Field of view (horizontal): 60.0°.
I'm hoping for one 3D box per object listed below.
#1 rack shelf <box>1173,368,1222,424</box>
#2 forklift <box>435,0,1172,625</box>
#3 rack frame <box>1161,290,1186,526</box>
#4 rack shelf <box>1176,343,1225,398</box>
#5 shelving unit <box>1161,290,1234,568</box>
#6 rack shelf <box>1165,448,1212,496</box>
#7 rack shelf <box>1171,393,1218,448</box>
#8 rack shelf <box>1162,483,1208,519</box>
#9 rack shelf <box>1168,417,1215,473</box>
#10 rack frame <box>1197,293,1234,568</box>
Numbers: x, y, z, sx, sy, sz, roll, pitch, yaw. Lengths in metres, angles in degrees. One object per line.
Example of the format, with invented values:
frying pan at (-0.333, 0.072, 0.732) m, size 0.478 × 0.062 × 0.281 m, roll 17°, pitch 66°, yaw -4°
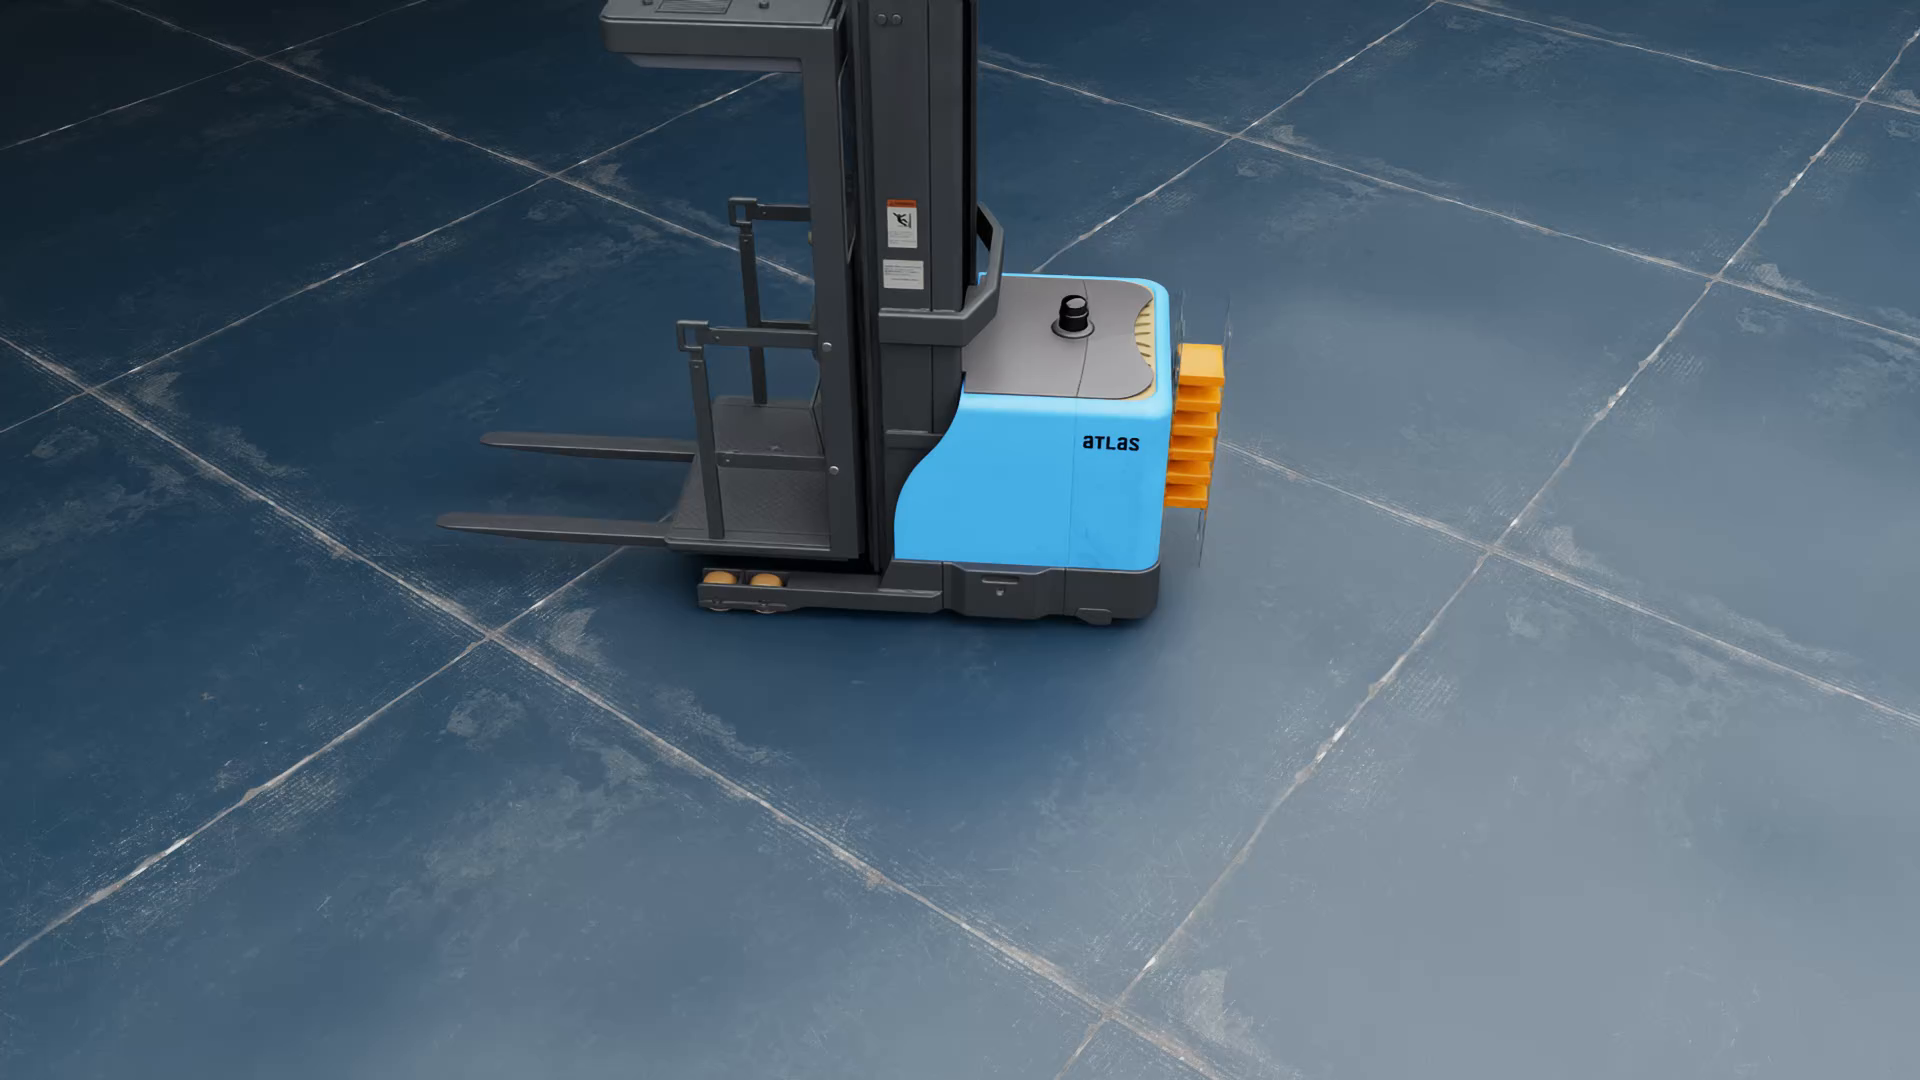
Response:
rack shelf at (0.955, -0.586, 6.705) m, size 0.180 × 0.103 × 0.258 m, roll 4°, pitch 38°, yaw 3°
forklift at (-0.670, -1.172, 6.370) m, size 3.031 × 2.935 × 1.130 m, roll 3°, pitch 38°, yaw 4°
rack frame at (0.860, -0.438, 6.831) m, size 0.006 × 1.200 × 0.240 m, roll 4°, pitch 38°, yaw 3°
rack shelf at (0.957, -0.680, 6.631) m, size 0.180 × 0.103 × 0.258 m, roll 4°, pitch 38°, yaw 3°
shelving unit at (0.951, -0.432, 6.826) m, size 0.189 × 1.200 × 0.258 m, roll 4°, pitch 38°, yaw 3°
rack shelf at (0.948, -0.303, 6.927) m, size 0.180 × 0.103 × 0.258 m, roll 4°, pitch 38°, yaw 3°
rack shelf at (0.952, -0.492, 6.779) m, size 0.180 × 0.103 × 0.258 m, roll 4°, pitch 38°, yaw 3°
rack shelf at (0.946, -0.209, 7.002) m, size 0.180 × 0.103 × 0.258 m, roll 4°, pitch 38°, yaw 3°
rack shelf at (0.950, -0.397, 6.853) m, size 0.180 × 0.103 × 0.258 m, roll 4°, pitch 38°, yaw 3°
rack frame at (1.042, -0.426, 6.821) m, size 0.006 × 1.200 × 0.240 m, roll 4°, pitch 38°, yaw 3°
